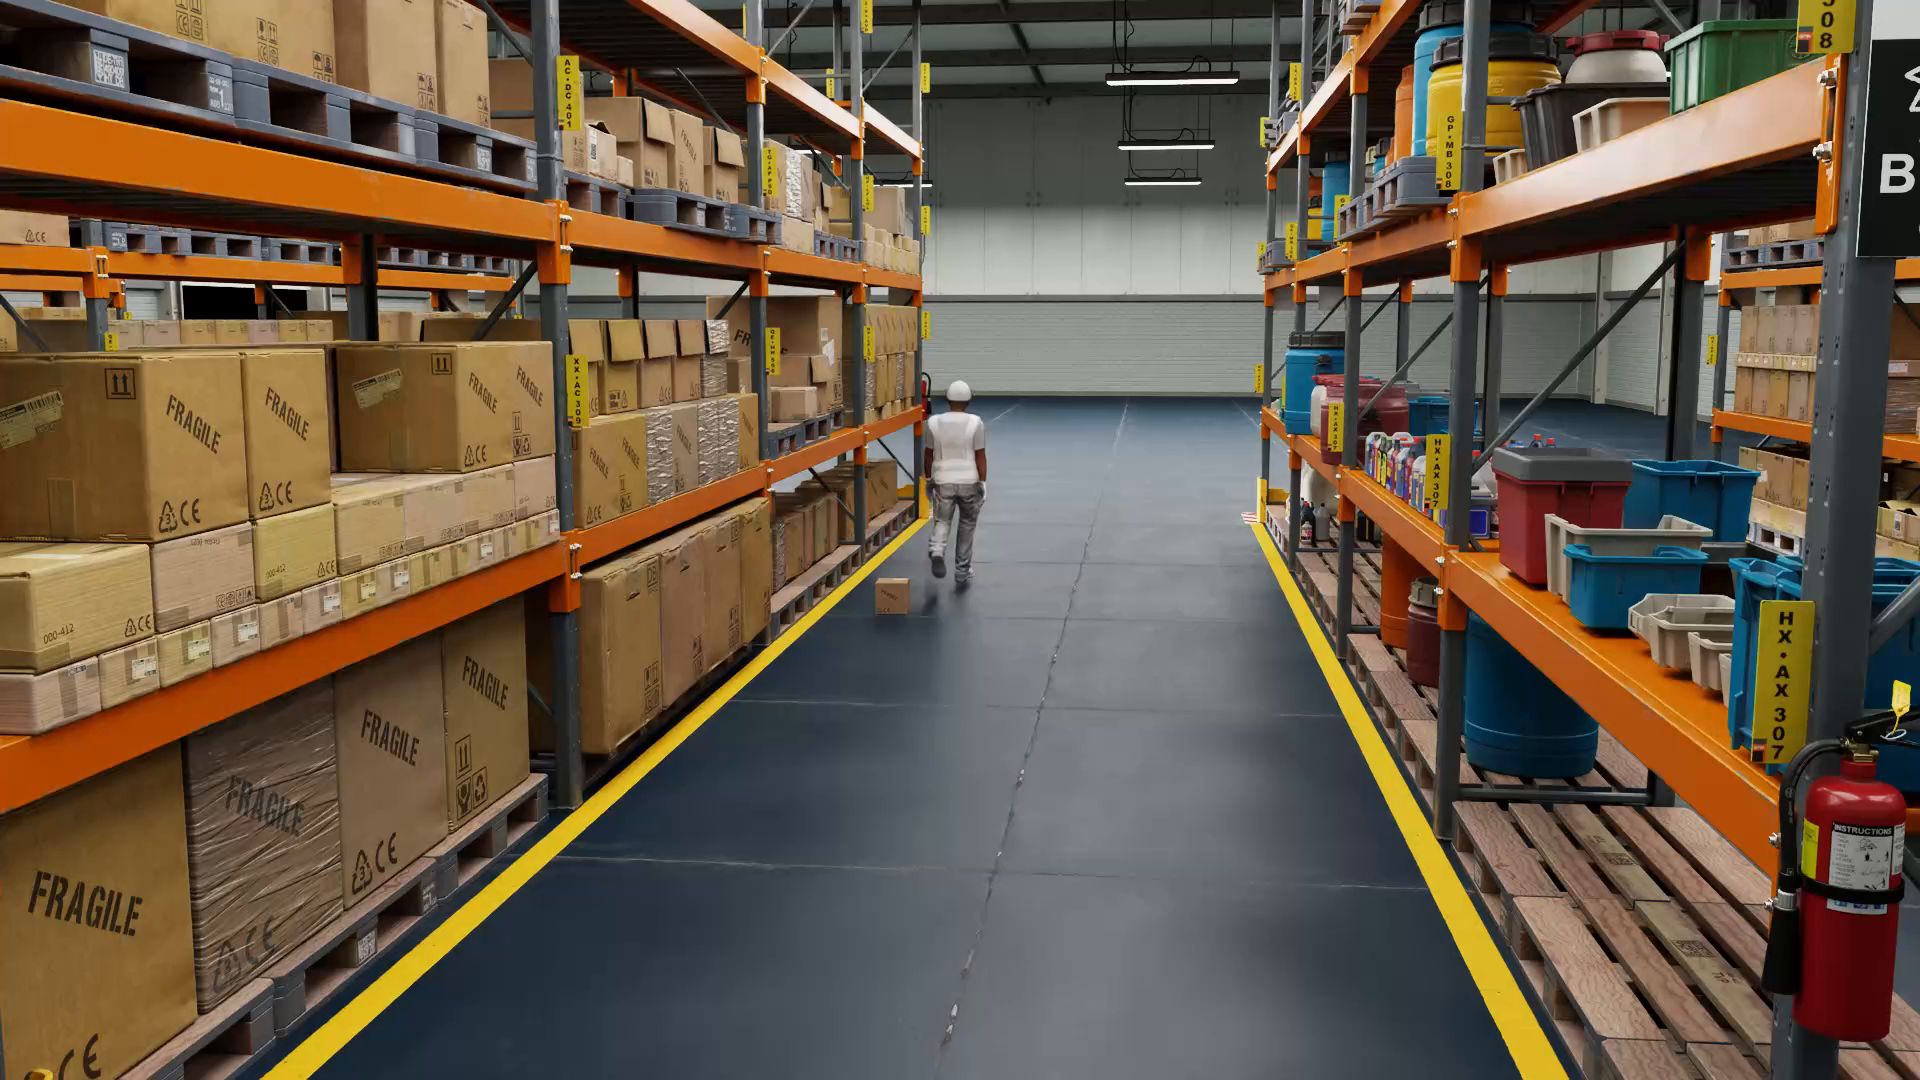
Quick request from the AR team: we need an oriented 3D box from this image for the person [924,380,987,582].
[{"bbox_3d":[-0.049,-0.494,14.390,0.566,1.765,0.794,2,8,12],"label":"person"}]
